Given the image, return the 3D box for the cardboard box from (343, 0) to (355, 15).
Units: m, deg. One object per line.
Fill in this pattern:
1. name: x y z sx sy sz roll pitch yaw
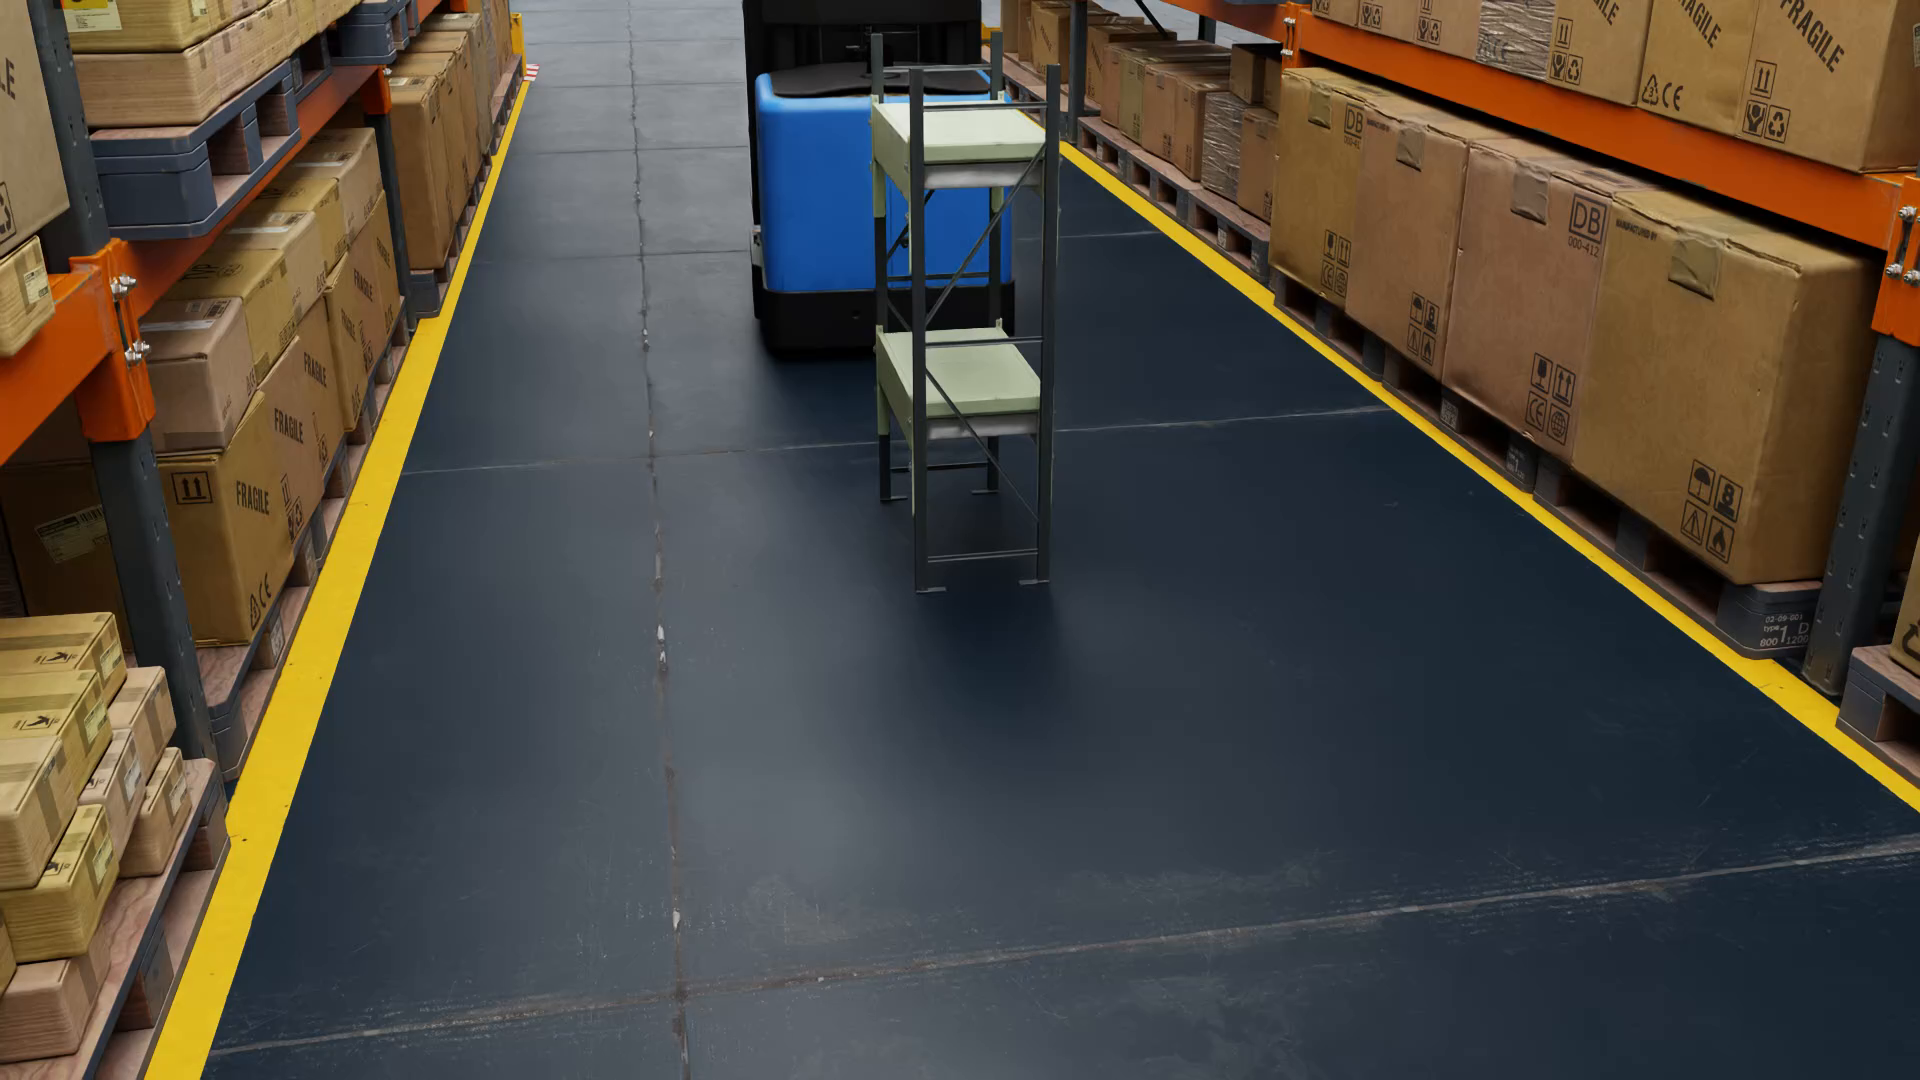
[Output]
1. cardboard box: -2.175 -1.782 5.371 0.380 0.149 0.250 -5 24 -12

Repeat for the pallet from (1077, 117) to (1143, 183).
1. pallet: 1.395 -2.584 10.903 1.003 0.211 1.213 -4 24 -10

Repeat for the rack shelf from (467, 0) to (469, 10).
1. rack shelf: -4.013 -4.298 12.241 1.077 0.370 4.000 -4 24 -10

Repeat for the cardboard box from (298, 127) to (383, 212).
1. cardboard box: -2.520 -1.408 6.388 0.500 0.250 0.500 -5 24 -11

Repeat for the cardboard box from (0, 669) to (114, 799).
1. cardboard box: -1.756 0.366 2.959 0.380 0.149 0.250 -4 24 -9

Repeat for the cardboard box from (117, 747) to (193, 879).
1. cardboard box: -1.757 0.549 3.282 0.380 0.149 0.250 -4 24 -9

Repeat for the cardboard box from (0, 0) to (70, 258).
1. cardboard box: -1.797 -0.707 2.624 0.500 0.500 0.500 -4 24 -10

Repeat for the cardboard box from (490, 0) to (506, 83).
1. cardboard box: -4.028 -4.025 12.848 0.875 0.875 0.875 -5 24 -11

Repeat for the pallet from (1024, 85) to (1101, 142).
1. pallet: 1.091 -3.152 12.203 1.003 0.211 1.213 -4 24 -10

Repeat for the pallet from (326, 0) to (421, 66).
1. pallet: -2.667 -1.907 6.108 1.213 0.211 1.003 -4 24 -10

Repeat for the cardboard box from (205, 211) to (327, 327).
1. cardboard box: -2.232 -0.805 5.007 0.500 0.250 0.500 -3 24 -8

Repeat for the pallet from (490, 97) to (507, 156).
1. pallet: -3.707 -2.868 11.552 1.003 0.211 1.213 -4 24 -10

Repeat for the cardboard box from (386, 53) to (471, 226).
1. cardboard box: -3.093 -2.019 8.410 1.050 0.750 0.750 -4 24 -9

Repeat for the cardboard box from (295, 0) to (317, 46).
1. cardboard box: -2.032 -1.474 4.665 0.380 0.149 0.250 -5 24 -11

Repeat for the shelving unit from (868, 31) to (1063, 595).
1. shelving unit: -0.001 -0.690 4.956 0.431 1.500 0.755 -4 24 -10

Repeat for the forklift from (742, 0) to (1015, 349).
1. forklift: -0.479 -2.689 7.745 1.130 2.935 3.031 -3 24 -7

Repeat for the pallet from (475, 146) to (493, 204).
1. pallet: -3.427 -2.265 10.172 1.003 0.211 1.213 -4 24 -10

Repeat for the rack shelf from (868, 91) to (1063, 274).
1. rack shelf: -0.001 -1.048 4.800 0.431 0.370 0.720 -4 24 -10

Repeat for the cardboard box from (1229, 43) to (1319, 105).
1. cardboard box: 1.728 -2.464 8.780 0.500 0.250 0.500 -2 24 -4

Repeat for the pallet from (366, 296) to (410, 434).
1. pallet: -2.761 -0.682 6.548 1.003 0.211 1.213 -4 24 -10

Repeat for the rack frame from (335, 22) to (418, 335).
1. rack frame: -2.904 -2.267 6.694 1.000 3.000 0.127 -4 24 -10

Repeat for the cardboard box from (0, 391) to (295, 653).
1. cardboard box: -2.040 -0.051 4.218 0.500 0.500 0.500 -3 24 -8

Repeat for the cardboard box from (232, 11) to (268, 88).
1. cardboard box: -1.884 -1.168 3.965 0.380 0.149 0.250 -4 24 -9

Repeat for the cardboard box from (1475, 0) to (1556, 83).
1. cardboard box: 2.098 -1.829 5.564 0.500 0.500 0.500 -4 24 -10

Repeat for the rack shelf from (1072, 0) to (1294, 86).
1. rack shelf: 1.619 -3.052 9.388 1.077 0.370 4.000 -4 24 -10

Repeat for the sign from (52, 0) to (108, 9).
1. sign: -1.632 -1.134 3.017 0.100 0.325 0.005 -4 24 -10

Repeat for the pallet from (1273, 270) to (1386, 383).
1. pallet: 2.061 -1.001 7.279 1.003 0.211 1.213 -4 24 -10

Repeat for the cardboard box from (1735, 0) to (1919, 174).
1. cardboard box: 2.374 -1.231 4.196 0.500 0.500 0.500 -4 24 -10

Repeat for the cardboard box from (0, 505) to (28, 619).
1. cardboard box: -2.549 -0.013 4.132 0.500 0.500 0.500 -5 24 -11

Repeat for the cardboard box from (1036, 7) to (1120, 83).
1. cardboard box: 0.910 -3.838 12.889 0.500 0.500 0.500 -6 24 -14

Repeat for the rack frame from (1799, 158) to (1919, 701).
1. rack frame: 2.729 -1.021 3.841 1.000 3.000 0.127 -4 24 -10

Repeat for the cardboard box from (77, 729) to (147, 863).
1. cardboard box: -1.731 0.490 3.047 0.380 0.149 0.250 -5 24 -12

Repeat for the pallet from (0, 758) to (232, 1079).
1. pallet: -2.005 0.845 3.051 1.003 0.211 1.213 -4 24 -10

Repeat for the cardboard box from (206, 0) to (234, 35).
1. cardboard box: -1.835 -1.198 3.664 0.380 0.149 0.250 -5 24 -11

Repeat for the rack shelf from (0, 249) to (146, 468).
1. rack shelf: -1.794 0.422 1.434 1.077 0.370 4.000 -4 24 -10

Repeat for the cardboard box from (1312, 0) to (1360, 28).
1. cardboard box: 1.812 -2.429 6.939 0.500 0.500 0.500 -4 24 -8

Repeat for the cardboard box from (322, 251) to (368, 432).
1. cardboard box: -2.319 -0.664 5.620 0.500 0.500 0.500 -5 24 -12

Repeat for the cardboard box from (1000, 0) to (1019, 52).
1. cardboard box: 0.609 -4.542 14.499 0.500 0.500 0.500 0 24 0

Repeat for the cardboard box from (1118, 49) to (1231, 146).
1. cardboard box: 1.412 -2.792 10.469 0.700 0.500 0.500 -4 24 -10

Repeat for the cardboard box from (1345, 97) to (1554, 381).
1. cardboard box: 2.254 -1.189 6.355 1.225 0.875 0.875 -4 24 -10

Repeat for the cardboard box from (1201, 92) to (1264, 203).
1. cardboard box: 1.731 -2.130 8.953 0.700 0.500 0.500 -6 24 -14
